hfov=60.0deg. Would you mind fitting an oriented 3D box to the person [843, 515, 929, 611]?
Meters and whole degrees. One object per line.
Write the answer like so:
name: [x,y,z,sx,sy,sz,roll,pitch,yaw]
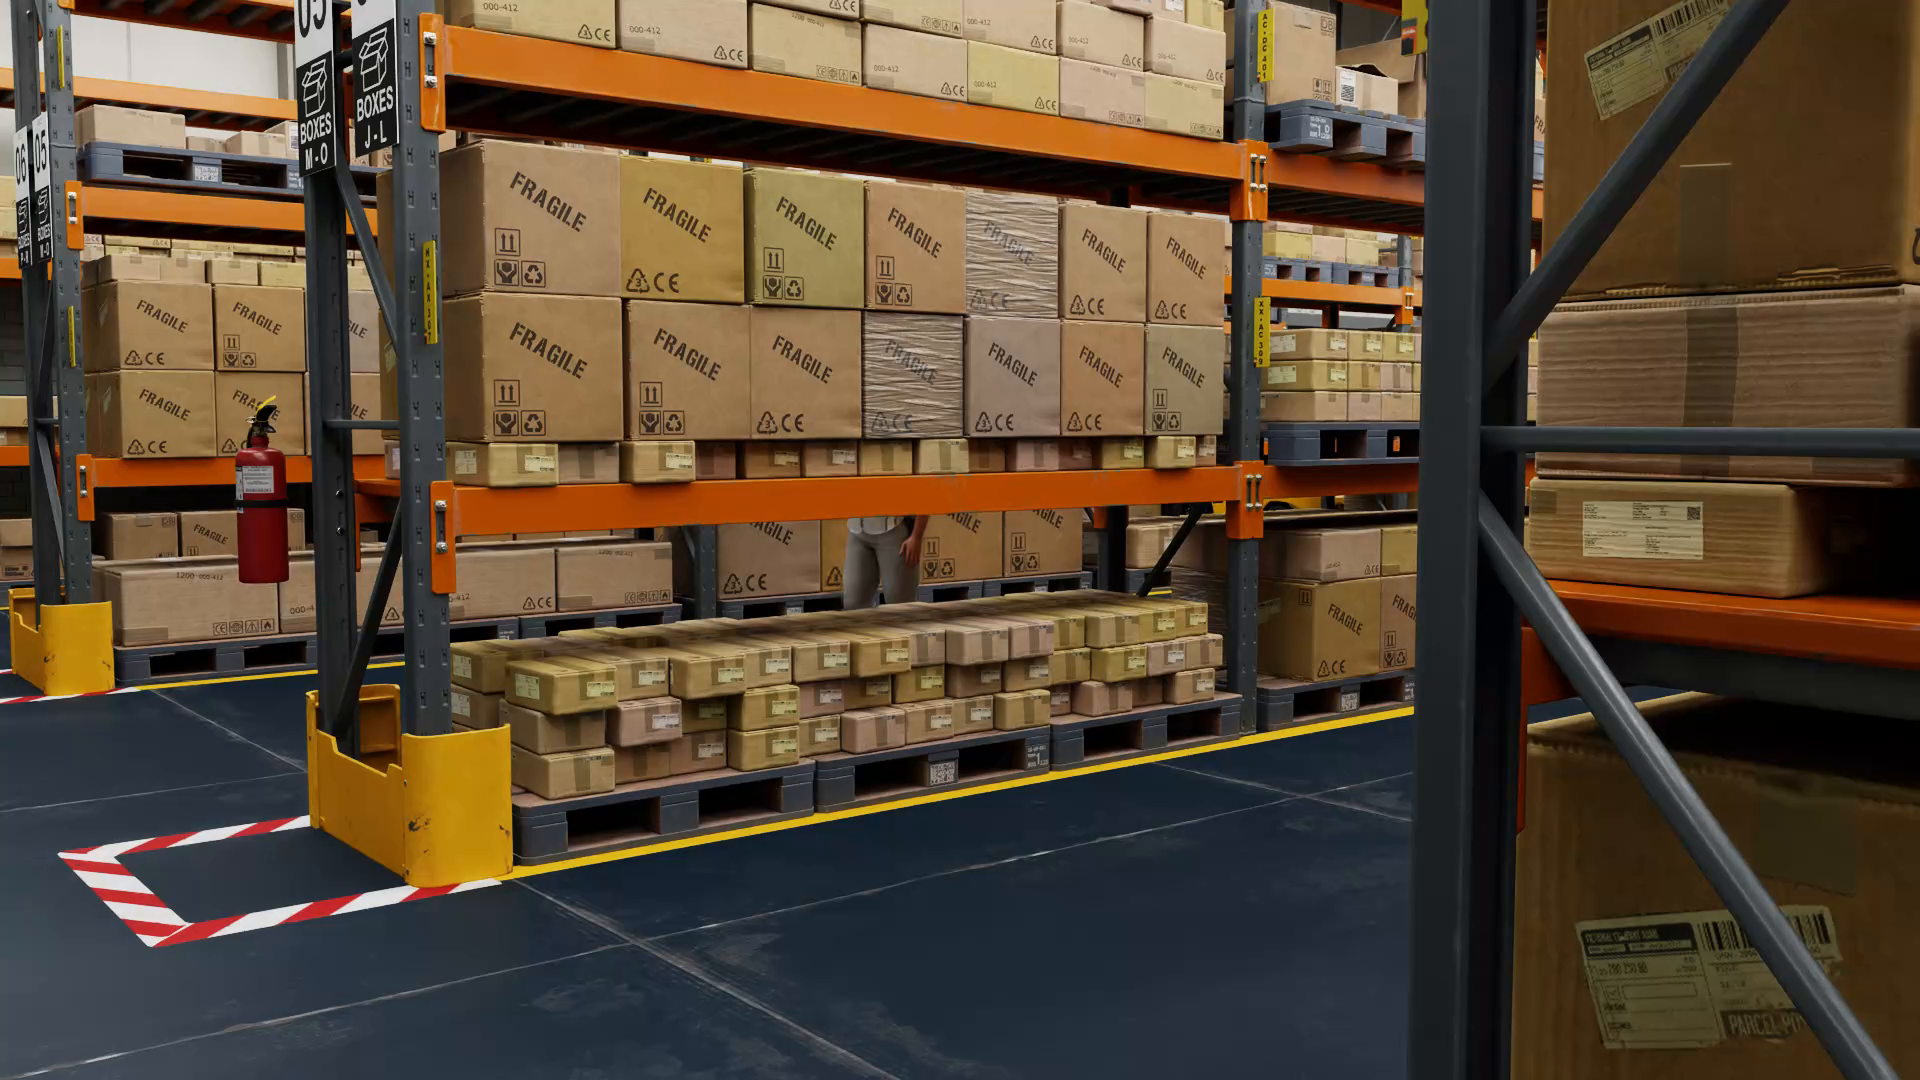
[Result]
person: [-0.410,0.001,9.056,0.576,1.812,0.394,3,5,37]
